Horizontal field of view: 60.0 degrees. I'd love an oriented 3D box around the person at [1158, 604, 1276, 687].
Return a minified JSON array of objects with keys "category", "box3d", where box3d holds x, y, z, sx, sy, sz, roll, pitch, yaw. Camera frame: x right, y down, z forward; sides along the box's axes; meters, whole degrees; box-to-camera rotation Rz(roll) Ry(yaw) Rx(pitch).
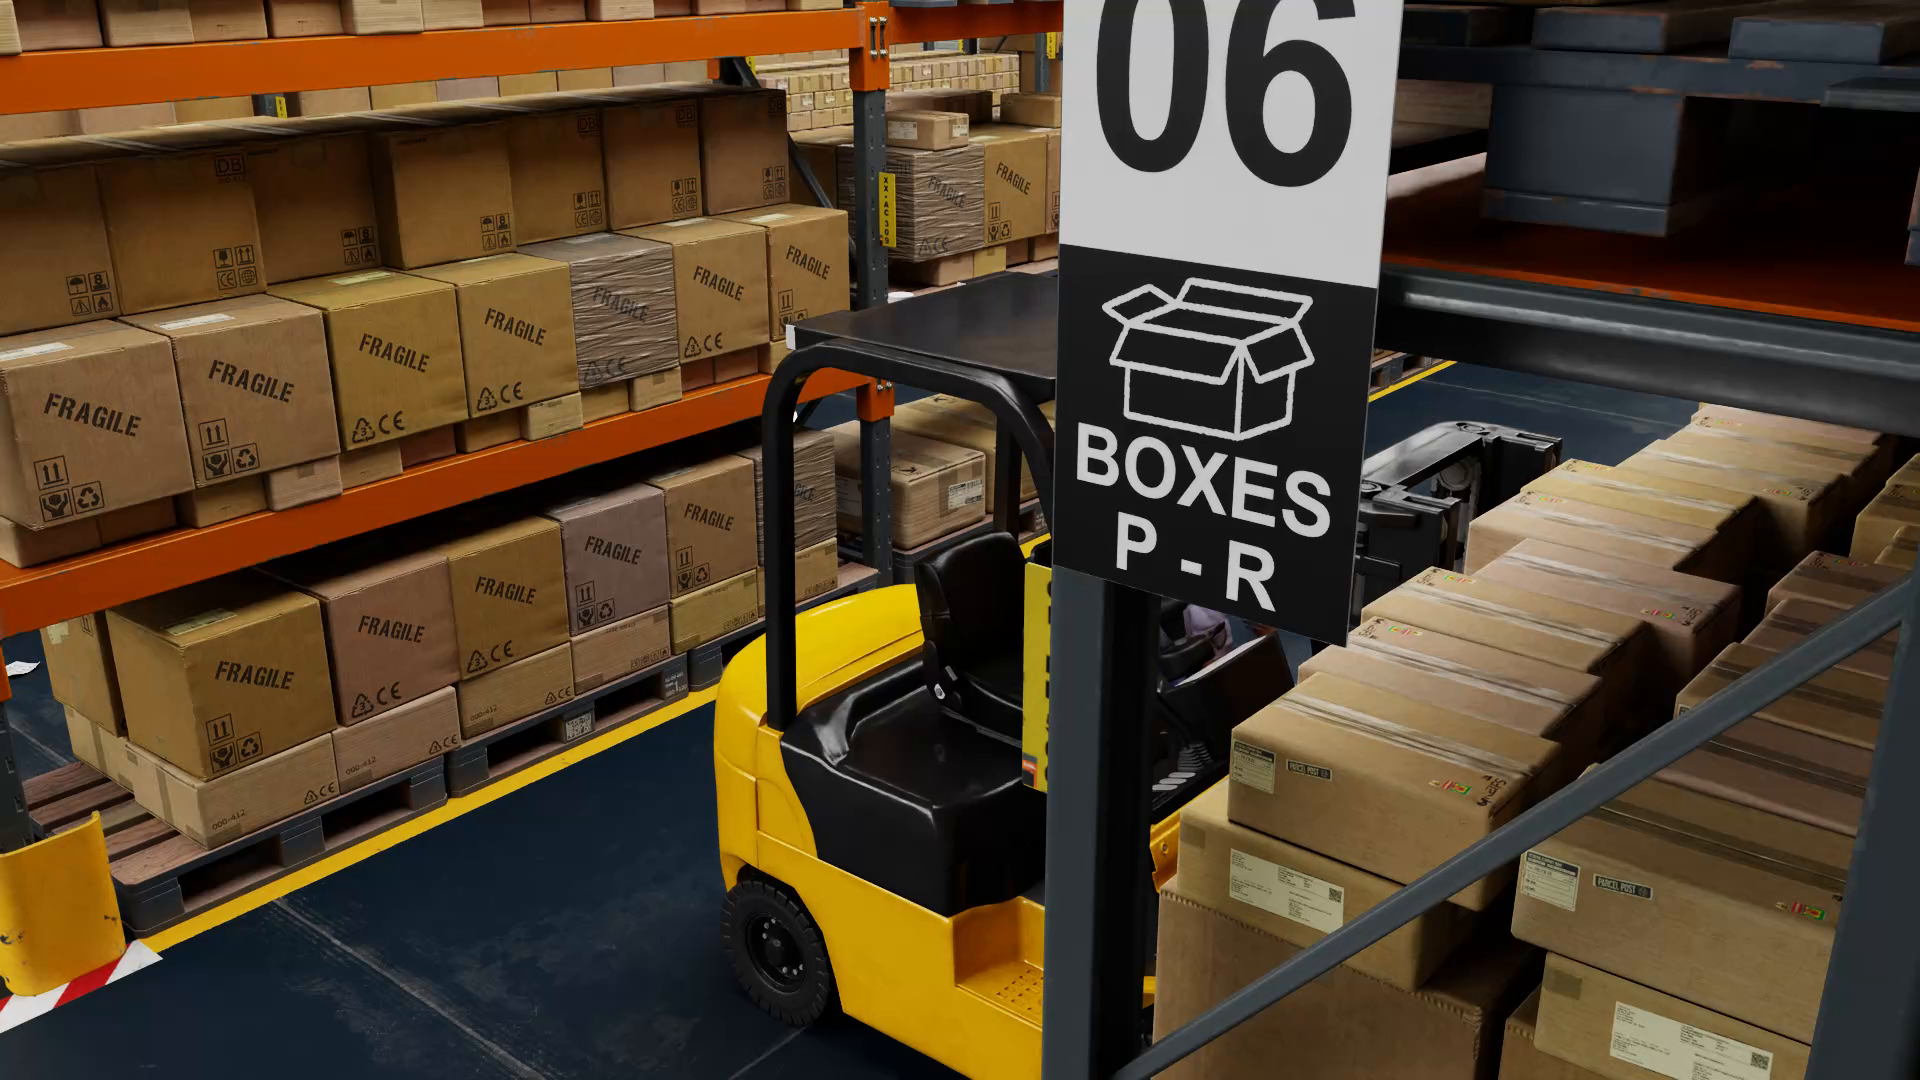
[{"category":"person","box3d":[0.910,0.442,6.407,0.803,1.013,0.529,16,26,36]}]
